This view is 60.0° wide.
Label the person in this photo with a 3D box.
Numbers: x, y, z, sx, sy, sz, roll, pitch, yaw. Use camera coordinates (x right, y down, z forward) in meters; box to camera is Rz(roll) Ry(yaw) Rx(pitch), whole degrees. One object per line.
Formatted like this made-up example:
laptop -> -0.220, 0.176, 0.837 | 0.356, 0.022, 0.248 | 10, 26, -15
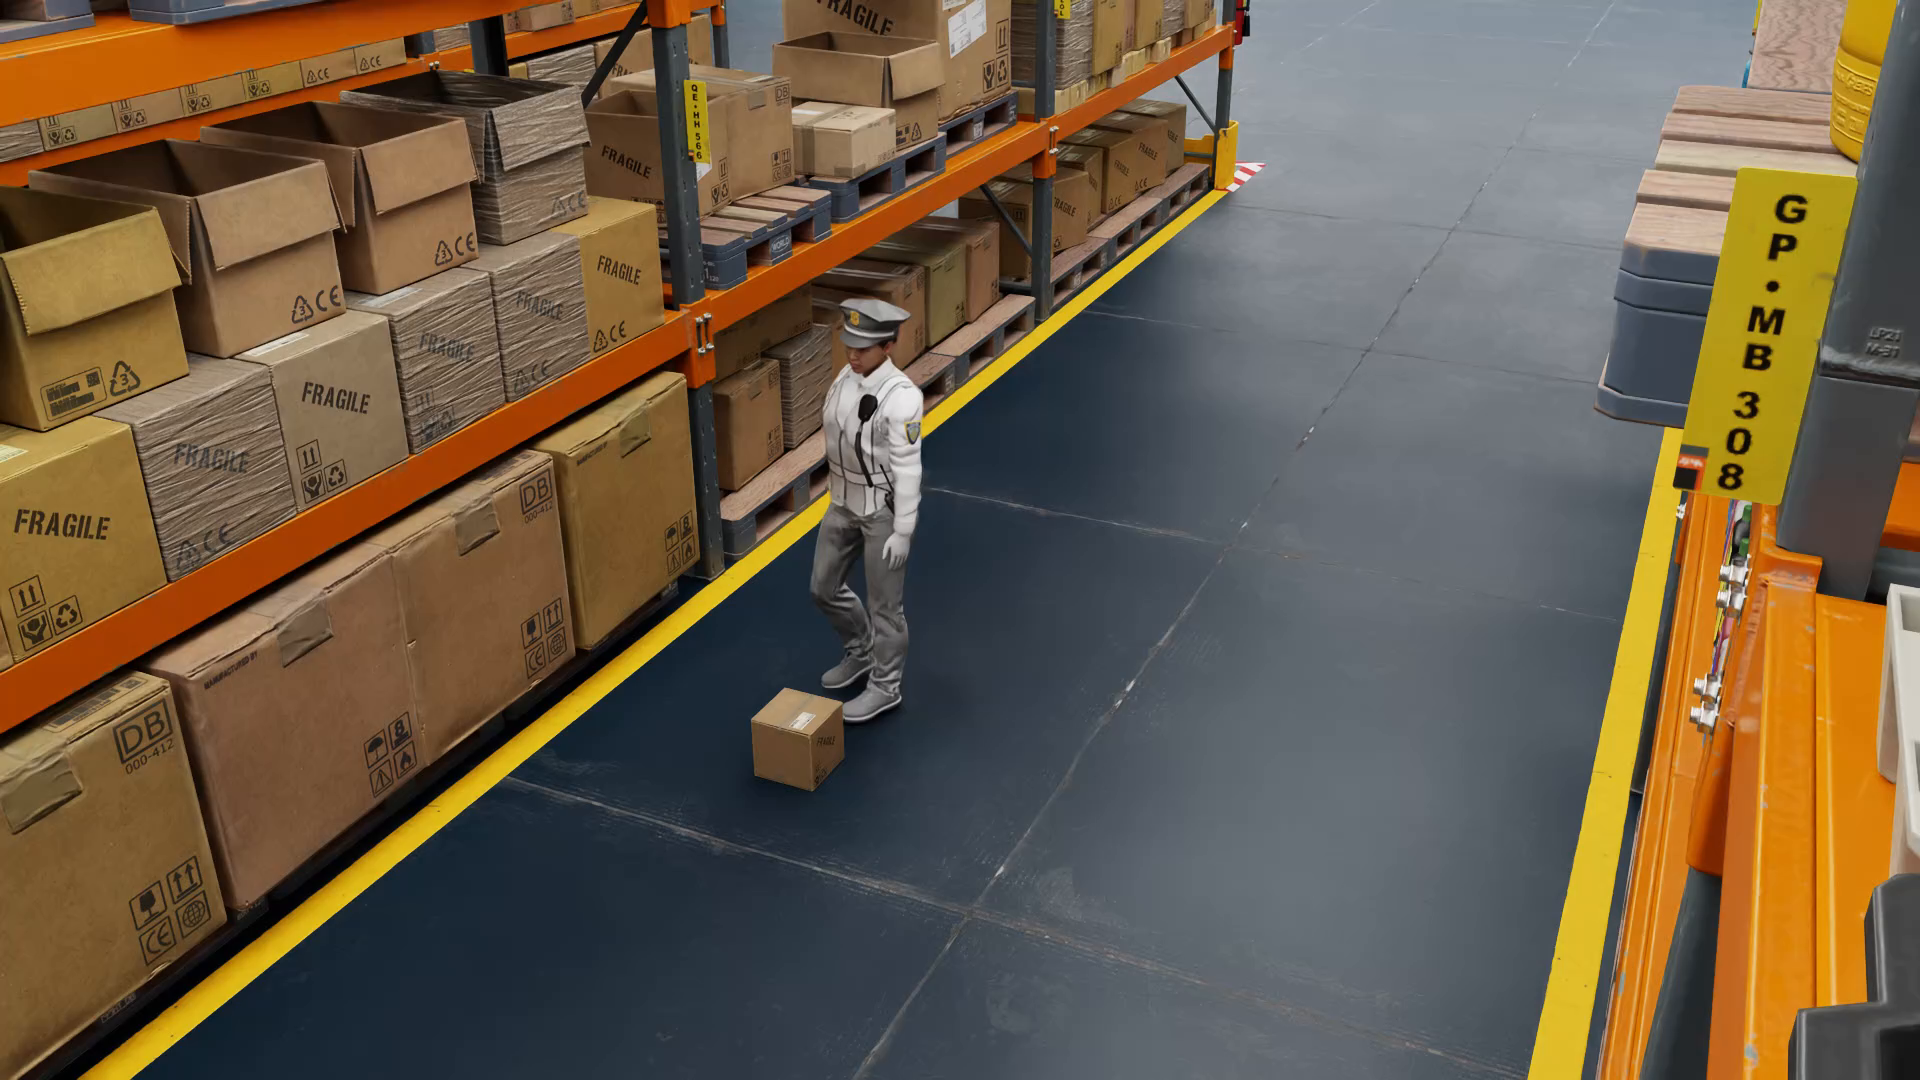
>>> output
person -> -0.363, -0.089, 6.285 | 0.372, 1.696, 0.557 | -20, 33, -35
